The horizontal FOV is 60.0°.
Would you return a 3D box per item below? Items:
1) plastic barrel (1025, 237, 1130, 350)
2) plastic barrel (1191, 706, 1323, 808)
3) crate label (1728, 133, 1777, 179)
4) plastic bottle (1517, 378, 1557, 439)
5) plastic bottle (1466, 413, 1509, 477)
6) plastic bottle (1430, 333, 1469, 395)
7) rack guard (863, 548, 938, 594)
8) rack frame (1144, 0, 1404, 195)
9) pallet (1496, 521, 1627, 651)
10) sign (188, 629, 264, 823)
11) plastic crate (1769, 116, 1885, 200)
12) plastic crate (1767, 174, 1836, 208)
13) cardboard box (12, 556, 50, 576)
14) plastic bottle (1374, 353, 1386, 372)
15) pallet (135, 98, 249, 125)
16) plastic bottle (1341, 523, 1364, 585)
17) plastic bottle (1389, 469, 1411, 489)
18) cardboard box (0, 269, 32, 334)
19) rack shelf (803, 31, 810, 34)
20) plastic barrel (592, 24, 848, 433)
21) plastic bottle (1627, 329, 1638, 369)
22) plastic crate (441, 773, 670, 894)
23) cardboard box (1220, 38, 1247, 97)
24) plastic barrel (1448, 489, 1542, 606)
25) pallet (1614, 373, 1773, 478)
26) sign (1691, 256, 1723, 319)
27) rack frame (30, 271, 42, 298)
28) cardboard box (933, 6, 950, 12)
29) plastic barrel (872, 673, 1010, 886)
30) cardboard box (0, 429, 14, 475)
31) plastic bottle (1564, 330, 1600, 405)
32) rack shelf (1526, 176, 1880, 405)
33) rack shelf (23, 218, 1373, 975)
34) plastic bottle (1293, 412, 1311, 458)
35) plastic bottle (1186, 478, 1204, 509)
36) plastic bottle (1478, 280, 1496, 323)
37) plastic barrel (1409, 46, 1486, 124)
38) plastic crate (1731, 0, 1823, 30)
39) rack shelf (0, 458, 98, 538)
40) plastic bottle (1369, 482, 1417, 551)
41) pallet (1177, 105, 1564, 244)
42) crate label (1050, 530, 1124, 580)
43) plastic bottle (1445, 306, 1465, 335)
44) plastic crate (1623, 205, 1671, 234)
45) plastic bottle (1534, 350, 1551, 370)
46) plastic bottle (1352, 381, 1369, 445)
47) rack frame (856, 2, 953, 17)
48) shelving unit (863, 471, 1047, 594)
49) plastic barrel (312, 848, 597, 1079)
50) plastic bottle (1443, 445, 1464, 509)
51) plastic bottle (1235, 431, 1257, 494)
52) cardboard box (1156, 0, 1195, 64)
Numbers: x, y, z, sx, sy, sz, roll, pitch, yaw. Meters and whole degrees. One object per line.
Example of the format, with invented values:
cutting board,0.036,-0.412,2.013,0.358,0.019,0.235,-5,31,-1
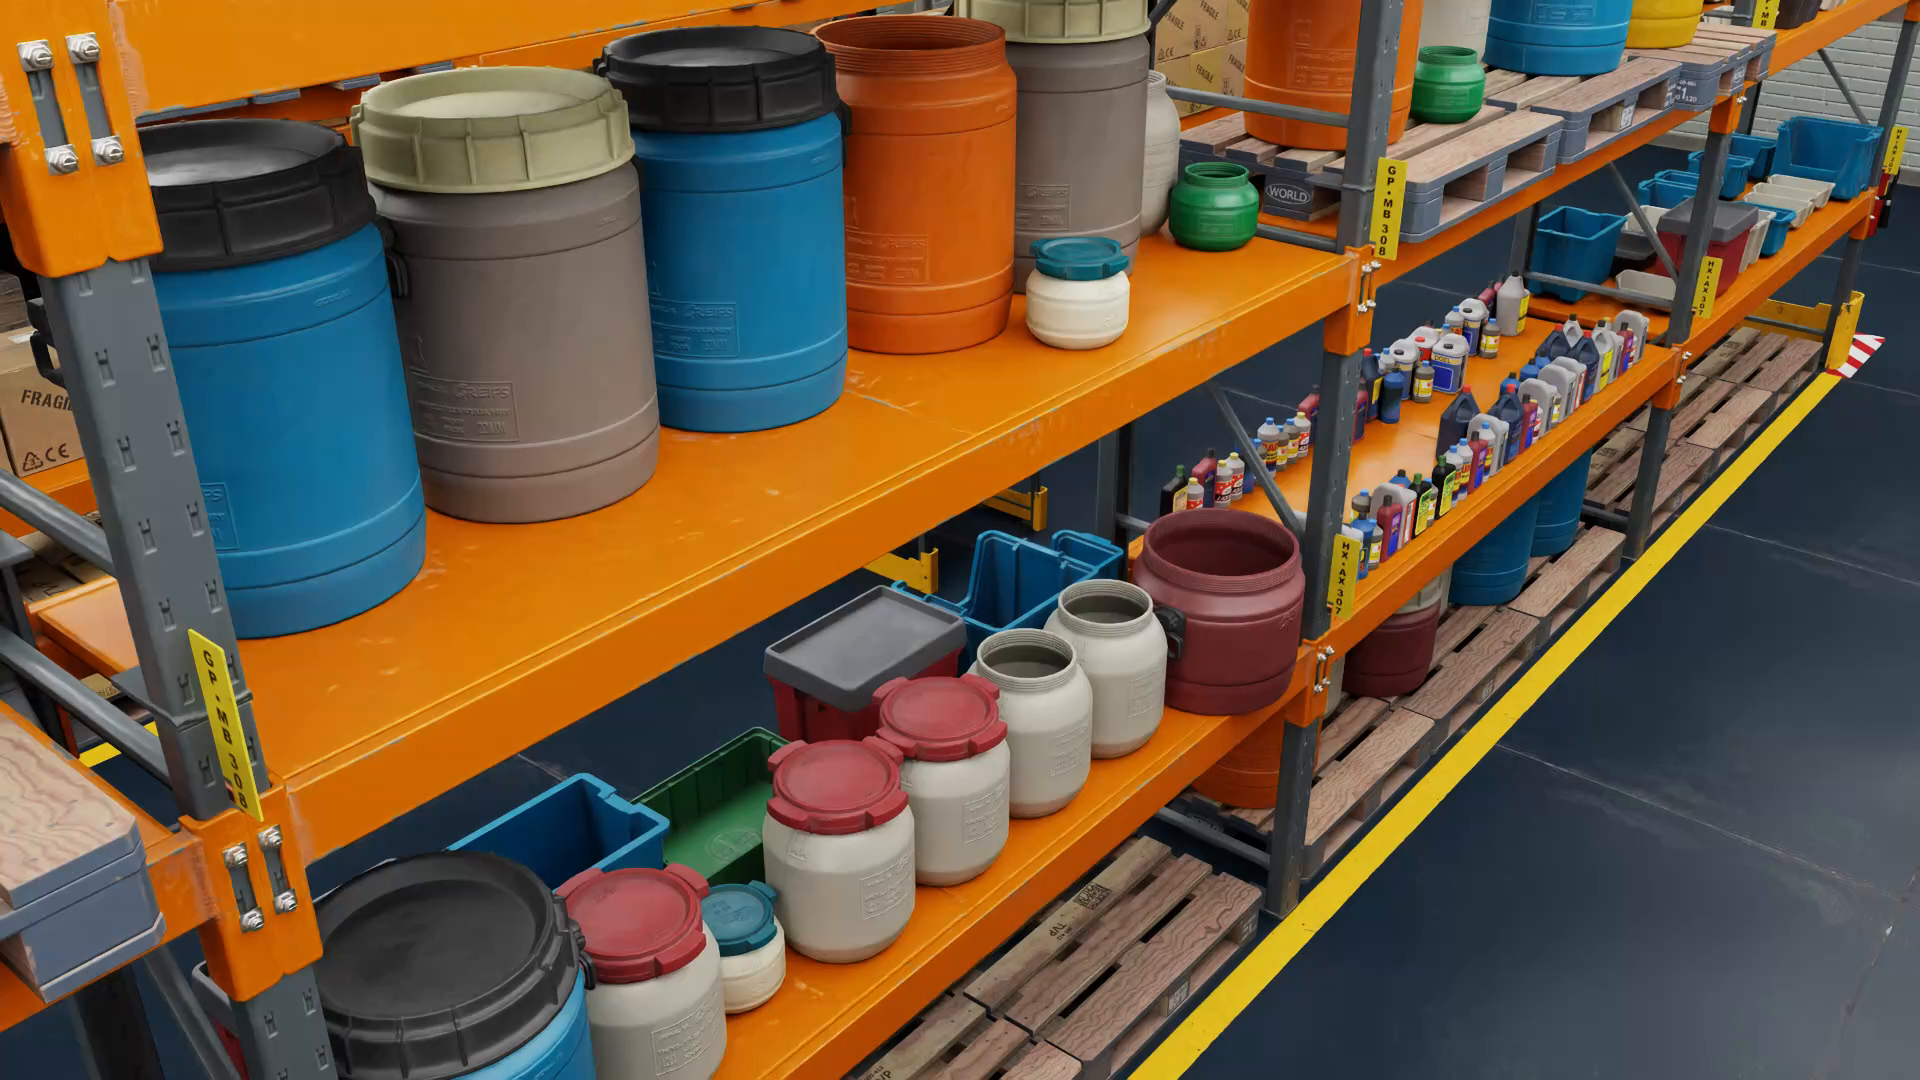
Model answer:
plastic barrel,0.335,-0.701,4.727,0.301,0.262,0.301,0,27,0
plastic barrel,1.261,0.649,7.135,0.600,0.830,0.708,21,34,34
crate label,5.641,-2.747,11.912,0.416,0.233,0.303,21,34,34
plastic bottle,2.720,-0.640,7.858,0.152,0.276,0.135,21,34,34
plastic bottle,2.370,-0.445,7.481,0.152,0.276,0.135,21,34,34
plastic bottle,2.448,-0.887,8.335,0.152,0.276,0.135,21,34,34
rack guard,-0.365,0.093,9.299,0.587,0.250,0.087,21,34,34
rack frame,0.963,-2.614,5.010,1.000,3.000,0.127,21,34,34
pallet,2.985,0.132,9.265,1.003,0.211,1.213,21,34,34
sign,-1.163,0.297,2.637,0.100,0.325,0.005,21,34,34
plastic crate,5.983,-2.655,11.514,0.616,0.435,0.499,21,34,34
plastic crate,5.673,-2.353,11.256,0.396,0.136,0.243,21,34,34
cardboard box,-4.719,0.215,7.994,0.500,0.311,0.500,21,34,34
plastic bottle,2.026,-0.780,8.133,0.097,0.271,0.097,0,27,0
pallet,-3.928,-1.983,7.259,1.003,0.211,1.213,23,35,37
plastic bottle,1.488,0.047,6.530,0.152,0.276,0.135,21,34,34
plastic bottle,1.830,-0.166,6.947,0.097,0.271,0.097,0,27,0
cardboard box,-7.099,-1.660,11.935,0.700,0.500,0.500,21,34,35
rack shelf,-2.865,-4.653,16.262,1.077,0.370,4.000,21,34,34
plastic barrel,-0.593,-0.794,4.210,0.600,0.901,0.708,21,34,34
plastic bottle,3.454,-0.996,8.627,0.097,0.201,0.097,0,27,0
plastic crate,-1.119,0.994,4.582,0.392,0.384,0.575,21,34,34
cardboard box,2.157,-4.041,14.188,0.500,0.500,0.500,22,35,36
plastic barrel,2.698,-0.183,8.667,0.600,0.901,0.708,21,34,34
pallet,4.721,-0.836,11.136,1.003,0.211,1.213,21,34,34
sign,3.931,-1.329,8.754,0.100,0.325,0.005,21,34,34
rack frame,-6.681,-2.845,11.985,1.000,3.000,0.127,21,34,34
cardboard box,0.133,-3.743,12.523,0.500,0.500,0.500,20,33,33
plastic barrel,-0.061,0.720,4.946,0.433,0.535,0.433,0,27,0
cardboard box,-4.565,-0.479,7.303,0.500,0.500,0.500,24,36,38
plastic bottle,3.058,-0.859,8.199,0.144,0.351,0.185,21,34,34
rack shelf,4.780,-1.757,10.665,1.077,0.370,4.000,21,34,34
rack shelf,-0.309,-0.253,4.493,1.077,0.370,4.000,21,34,34
plastic bottle,1.559,-0.488,7.646,0.097,0.201,0.097,0,27,0
plastic bottle,0.979,-0.165,7.021,0.097,0.201,0.097,0,27,0
plastic bottle,2.860,-1.263,9.054,0.061,0.283,0.133,21,34,34
plastic barrel,1.815,-1.708,6.234,0.294,0.245,0.294,0,27,0
plastic crate,4.509,-3.002,9.167,0.497,0.269,0.590,21,34,34
rack shelf,-4.129,-0.370,7.983,1.077,0.370,4.000,21,34,34
plastic bottle,1.782,-0.117,6.848,0.152,0.276,0.135,21,34,34
pallet,1.525,-1.441,6.211,1.003,0.211,1.213,21,34,34
crate label,0.406,0.165,6.349,0.303,0.233,0.416,21,34,34
plastic bottle,2.592,-1.095,8.742,0.097,0.271,0.097,0,27,0
plastic crate,4.383,-1.983,10.539,0.293,0.136,0.466,21,34,34
plastic bottle,2.845,-0.798,8.168,0.097,0.271,0.097,0,27,0
plastic bottle,1.847,-0.594,7.762,0.061,0.283,0.133,21,34,34
rack frame,-0.312,-2.817,11.930,1.000,3.000,0.127,21,34,34
shelving unit,-0.048,-0.639,9.353,0.587,1.500,1.083,21,34,34
plastic barrel,-1.101,1.198,3.625,0.600,0.901,0.708,21,34,34
plastic bottle,2.109,-0.278,7.162,0.097,0.271,0.097,0,27,0
plastic bottle,1.250,-0.347,7.296,0.097,0.271,0.097,0,27,0
cardboard box,1.514,-4.121,13.254,0.500,0.500,0.500,22,34,36
